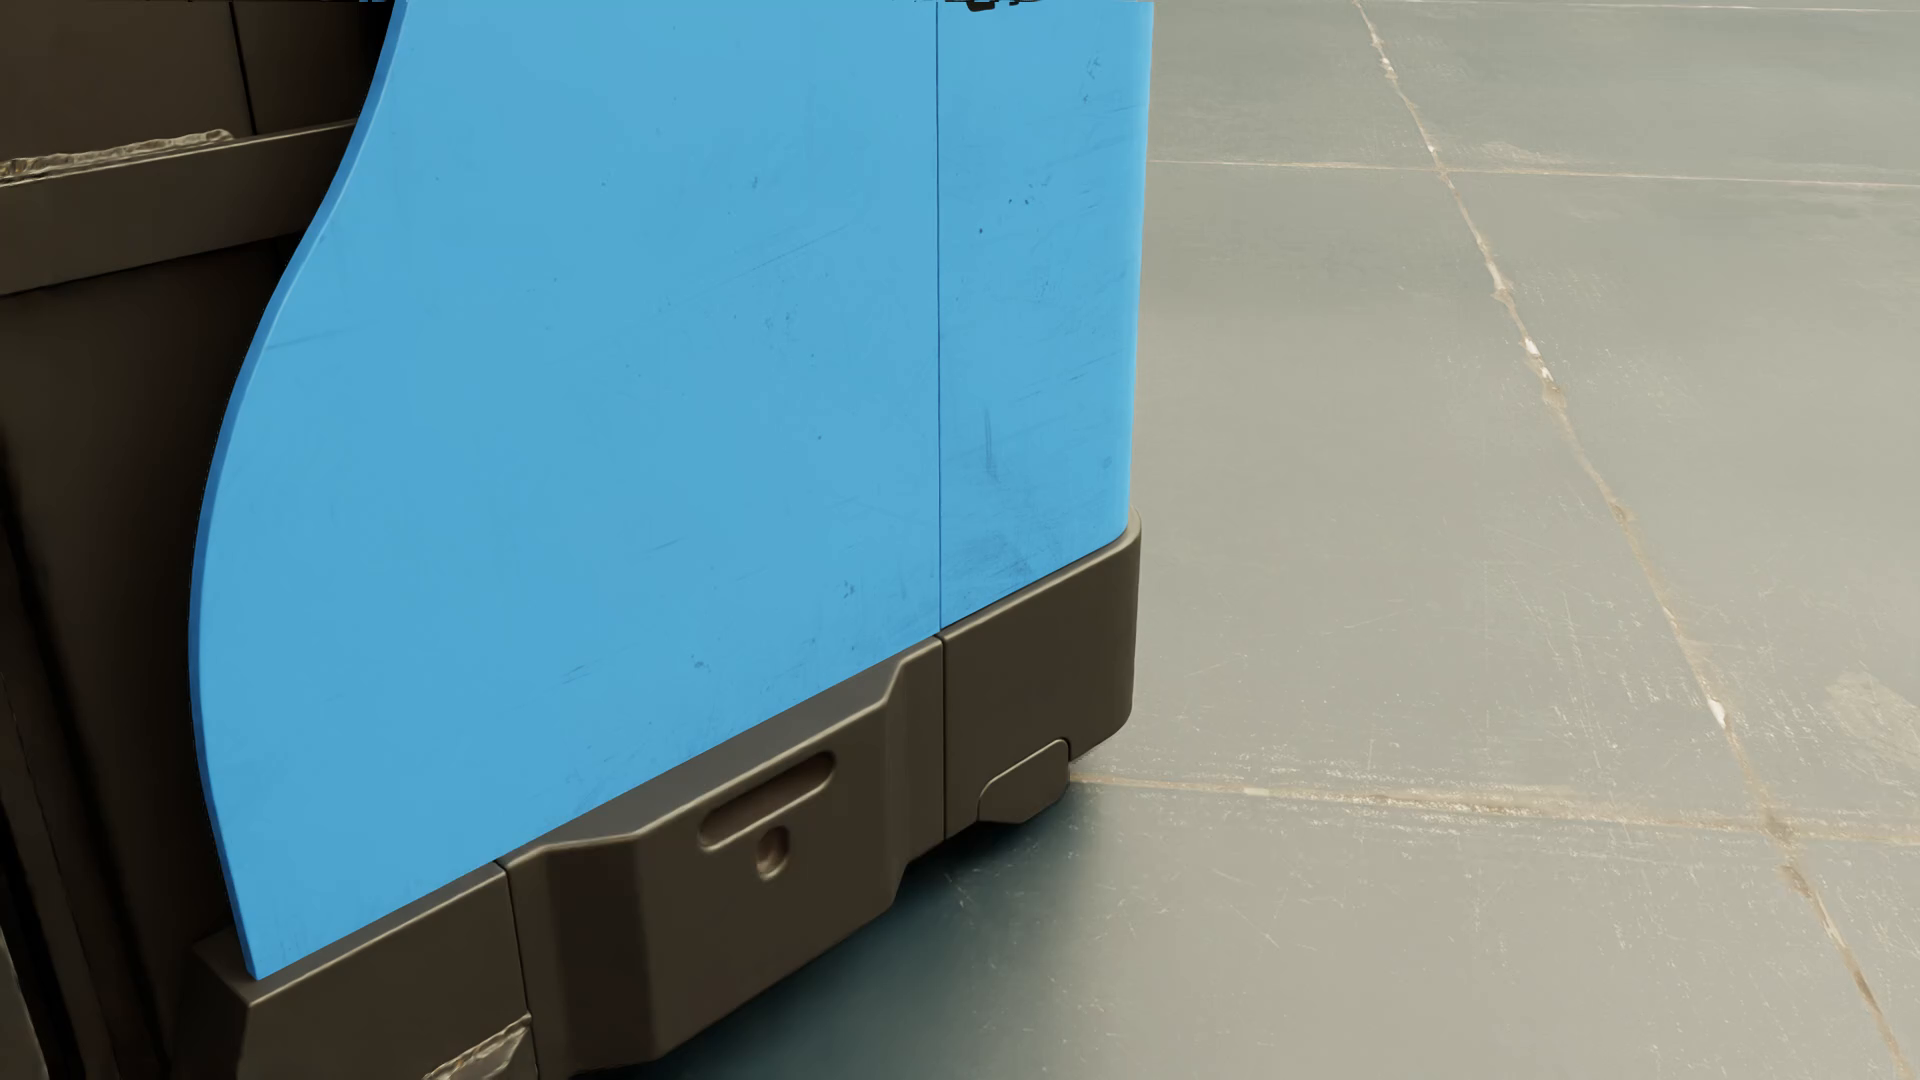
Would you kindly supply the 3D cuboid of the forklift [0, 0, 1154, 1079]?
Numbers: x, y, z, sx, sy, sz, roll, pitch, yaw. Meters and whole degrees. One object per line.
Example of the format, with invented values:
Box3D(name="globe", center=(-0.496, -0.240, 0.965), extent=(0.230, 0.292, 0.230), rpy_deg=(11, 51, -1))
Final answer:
Box3D(name="forklift", center=(-1.180, -0.731, 0.683), extent=(1.130, 2.935, 3.031), rpy_deg=(23, 35, 38))
